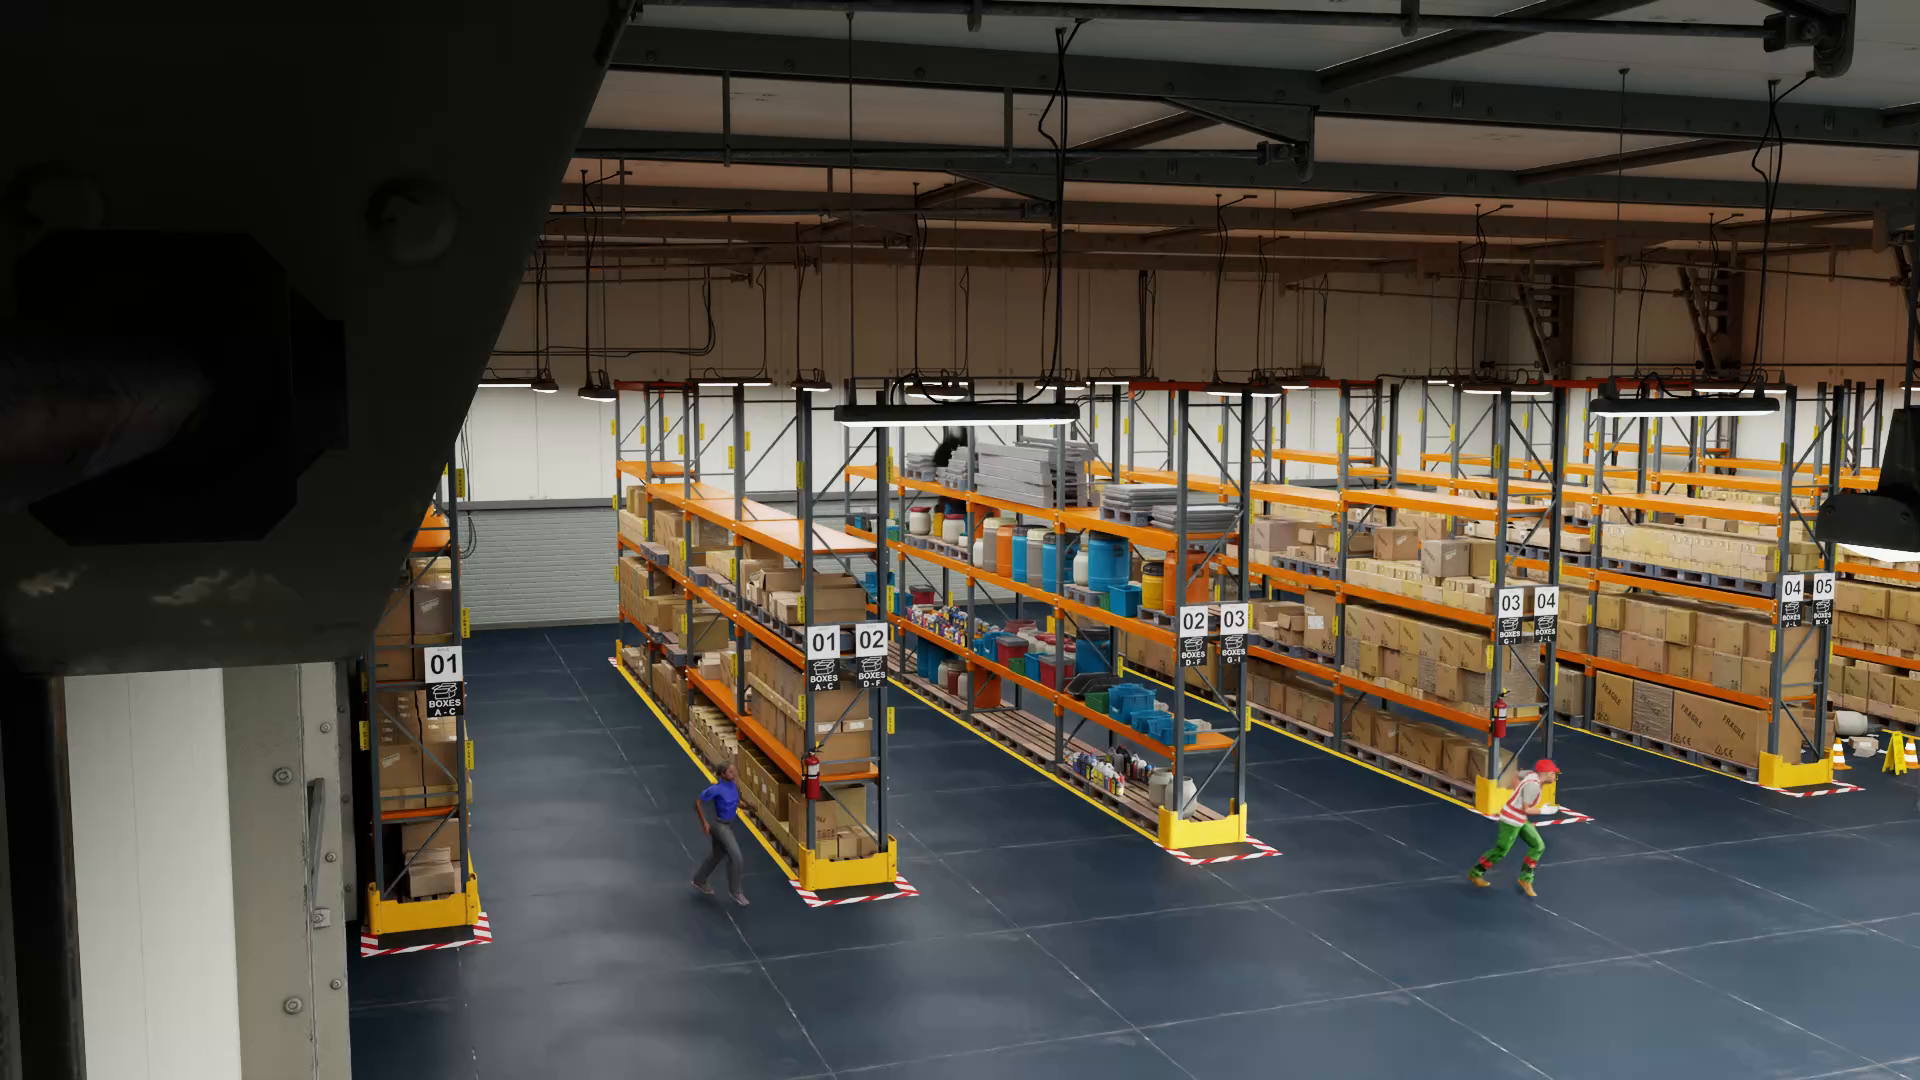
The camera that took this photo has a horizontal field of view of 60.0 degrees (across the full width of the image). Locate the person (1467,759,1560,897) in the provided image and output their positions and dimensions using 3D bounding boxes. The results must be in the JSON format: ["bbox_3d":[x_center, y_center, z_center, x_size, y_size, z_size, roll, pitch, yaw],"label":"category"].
[{"bbox_3d":[6.621,3.426,19.897,1.013,1.710,0.707,3,7,24],"label":"person"}]

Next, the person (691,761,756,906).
[{"bbox_3d":[-2.788,3.441,19.567,0.837,1.715,0.542,1,6,13],"label":"person"}]
